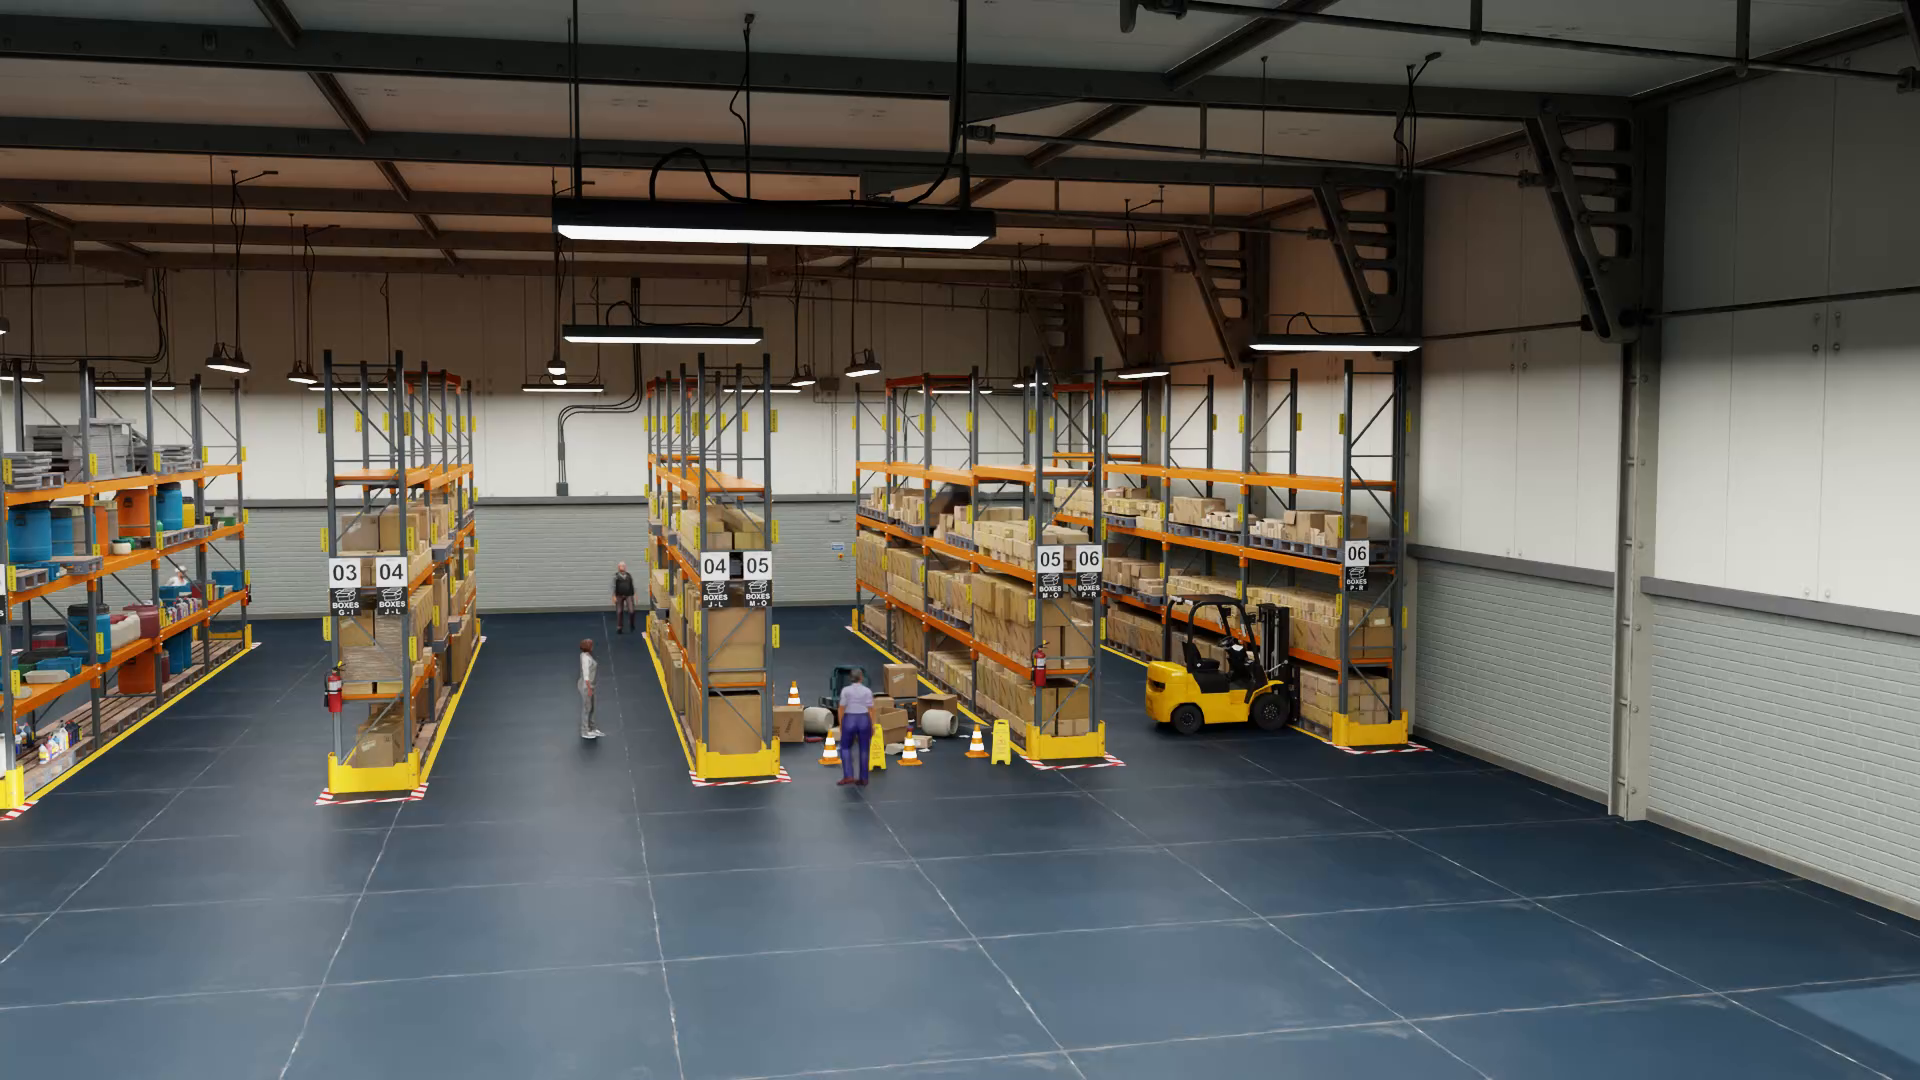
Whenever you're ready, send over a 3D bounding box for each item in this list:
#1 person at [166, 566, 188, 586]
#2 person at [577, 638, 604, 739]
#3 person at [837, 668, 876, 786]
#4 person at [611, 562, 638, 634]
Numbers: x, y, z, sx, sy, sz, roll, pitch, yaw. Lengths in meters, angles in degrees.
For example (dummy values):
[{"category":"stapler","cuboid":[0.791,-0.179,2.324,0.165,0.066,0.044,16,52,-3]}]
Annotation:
[{"category":"person","cuboid":[-17.793,1.491,37.759,0.682,1.798,0.490,-4,5,-42]},{"category":"person","cuboid":[-5.923,2.377,26.586,0.368,1.601,0.480,0,4,6]},{"category":"person","cuboid":[-1.437,2.582,22.987,0.531,1.656,0.436,-1,4,-7]},{"category":"person","cuboid":[-8.058,1.385,39.930,0.622,1.704,0.538,-1,4,-8]}]
